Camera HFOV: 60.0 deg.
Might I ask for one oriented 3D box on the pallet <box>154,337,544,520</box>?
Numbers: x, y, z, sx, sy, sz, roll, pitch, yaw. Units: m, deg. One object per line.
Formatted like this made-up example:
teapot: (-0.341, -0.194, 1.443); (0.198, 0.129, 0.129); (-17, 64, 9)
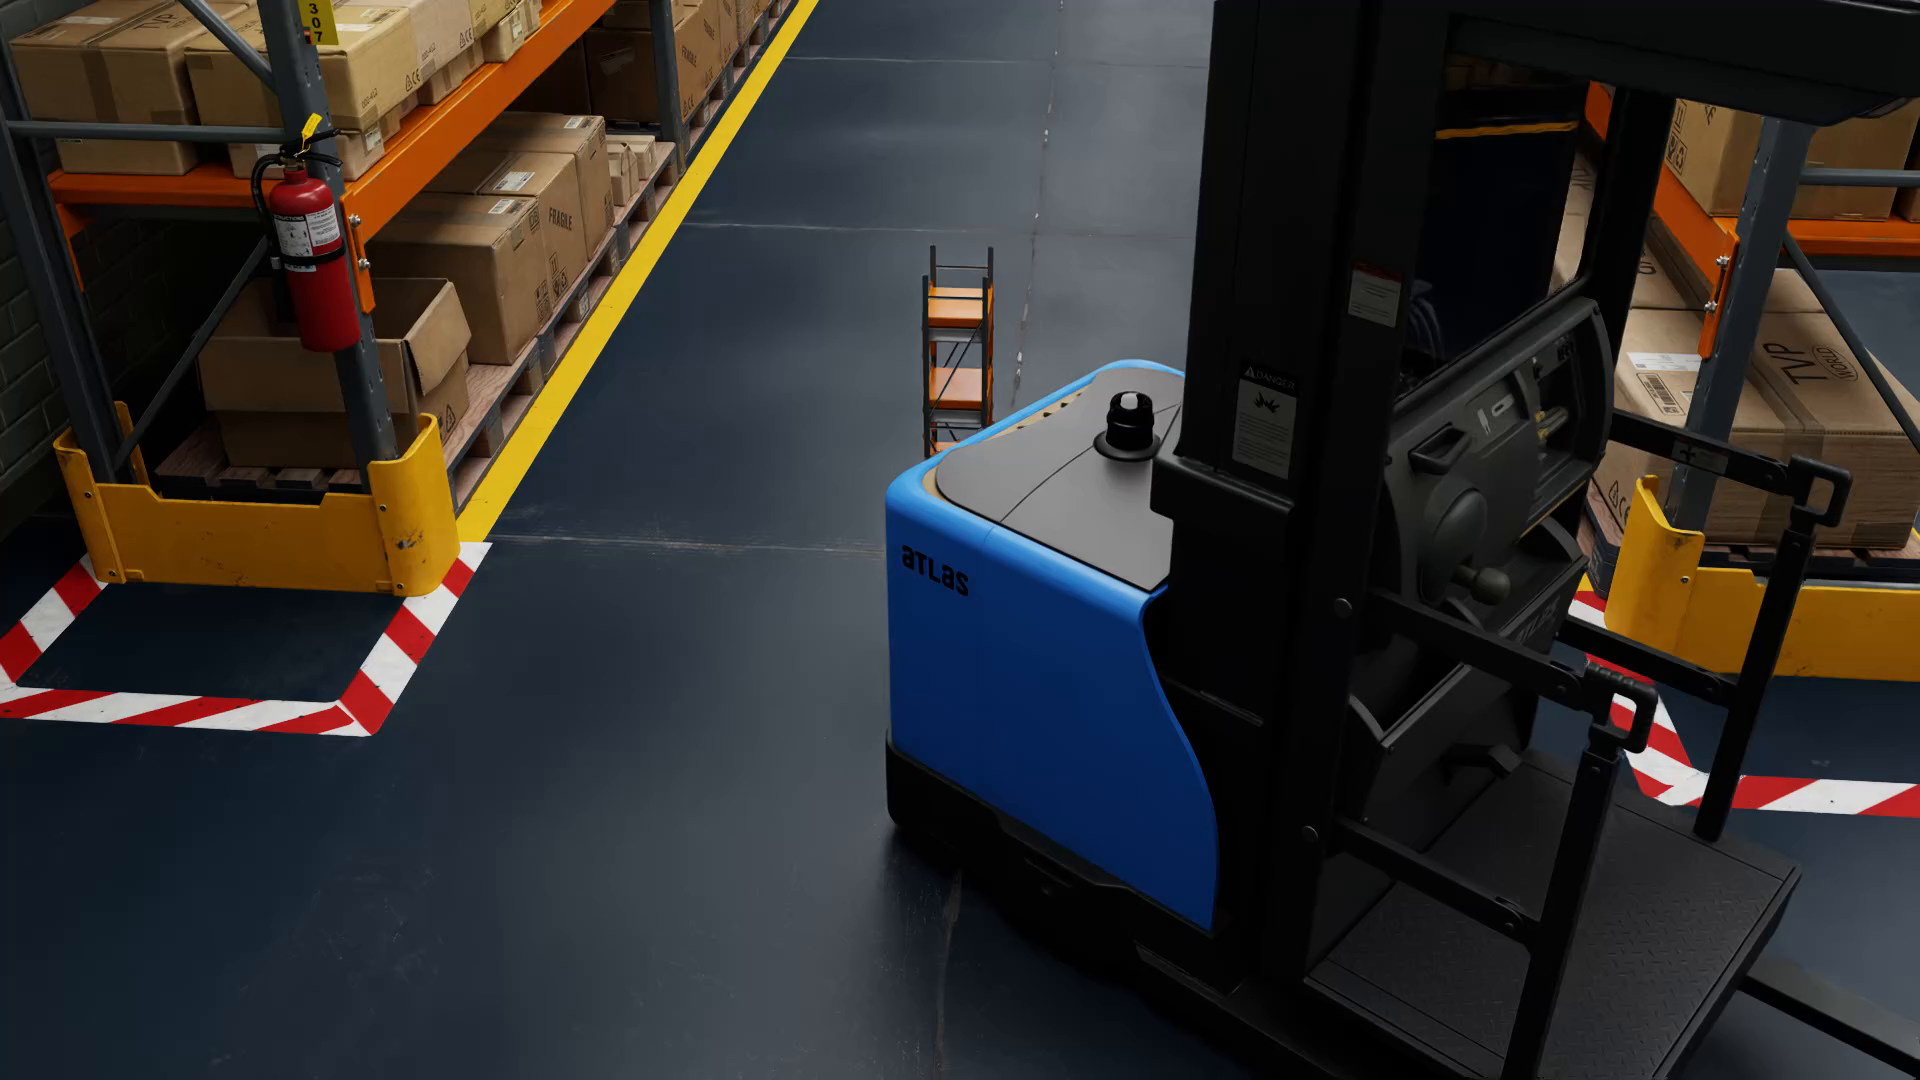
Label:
pallet: (-2.236, -0.432, 6.250); (1.003, 0.211, 1.213); (2, 32, 4)

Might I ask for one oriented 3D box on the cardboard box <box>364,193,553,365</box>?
cardboard box: (-2.053, -1.038, 6.558); (0.700, 0.500, 0.500); (4, 32, 6)

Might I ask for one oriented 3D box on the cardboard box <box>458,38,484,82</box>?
cardboard box: (-1.947, -1.758, 5.984); (0.380, 0.149, 0.250); (3, 32, 5)

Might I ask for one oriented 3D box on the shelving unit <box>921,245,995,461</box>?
shelving unit: (-0.004, -0.419, 5.429); (0.215, 1.050, 0.252); (2, 32, 4)

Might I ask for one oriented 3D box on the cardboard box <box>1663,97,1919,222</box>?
cardboard box: (2.417, -1.259, 4.838); (0.500, 0.500, 0.500); (3, 32, 4)

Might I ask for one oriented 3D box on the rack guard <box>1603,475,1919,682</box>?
rack guard: (2.640, 0.124, 5.072); (1.175, 0.500, 0.348); (2, 32, 4)

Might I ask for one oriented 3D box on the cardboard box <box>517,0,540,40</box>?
cardboard box: (-1.850, -2.026, 6.418); (0.380, 0.149, 0.250); (3, 32, 5)

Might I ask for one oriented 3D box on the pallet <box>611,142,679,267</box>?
pallet: (-2.037, -1.708, 8.320); (1.003, 0.211, 1.213); (2, 32, 4)

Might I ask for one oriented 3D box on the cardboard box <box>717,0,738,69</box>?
cardboard box: (-1.638, -3.152, 9.988); (0.500, 0.500, 0.500); (2, 32, 3)

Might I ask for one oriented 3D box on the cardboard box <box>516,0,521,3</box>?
cardboard box: (-1.901, -2.248, 6.399); (0.500, 0.250, 0.500); (2, 32, 3)

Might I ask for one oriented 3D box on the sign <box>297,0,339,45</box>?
sign: (-1.765, -1.508, 4.513); (0.100, 0.325, 0.005); (2, 32, 4)

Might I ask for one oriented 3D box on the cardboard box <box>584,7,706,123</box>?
cardboard box: (-1.716, -2.612, 9.112); (0.500, 0.500, 0.500); (4, 32, 6)

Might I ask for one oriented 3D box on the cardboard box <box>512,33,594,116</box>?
cardboard box: (-2.235, -2.638, 9.154); (0.500, 0.500, 0.500); (2, 32, 4)

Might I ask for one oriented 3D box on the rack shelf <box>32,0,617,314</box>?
rack shelf: (-2.143, -1.902, 6.663); (1.077, 0.370, 4.000); (2, 32, 4)

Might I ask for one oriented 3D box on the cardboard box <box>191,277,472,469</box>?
cardboard box: (-2.161, -0.594, 5.835); (0.797, 0.503, 0.637); (1, 32, 2)

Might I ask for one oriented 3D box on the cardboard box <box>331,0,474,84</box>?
cardboard box: (-1.959, -1.715, 5.533); (0.500, 0.250, 0.500); (3, 32, 5)

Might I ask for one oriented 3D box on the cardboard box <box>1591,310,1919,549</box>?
cardboard box: (2.596, -0.390, 5.565); (0.875, 0.438, 0.875); (1, 32, 2)

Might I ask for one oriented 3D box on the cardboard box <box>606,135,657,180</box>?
cardboard box: (-1.733, -1.915, 8.316); (0.380, 0.149, 0.250); (2, 32, 2)

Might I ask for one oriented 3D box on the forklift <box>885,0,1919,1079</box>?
forklift: (1.240, -0.144, 3.191); (3.031, 2.935, 1.130); (25, 40, 35)

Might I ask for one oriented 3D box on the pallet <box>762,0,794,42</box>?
pallet: (-1.753, -3.770, 11.666); (1.003, 0.211, 1.213); (2, 32, 4)

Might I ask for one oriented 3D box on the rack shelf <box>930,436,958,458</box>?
rack shelf: (-0.004, -0.173, 5.581); (0.215, 0.259, 0.240); (2, 32, 4)

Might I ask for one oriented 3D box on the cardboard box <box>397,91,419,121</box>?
cardboard box: (-2.044, -1.490, 5.548); (0.380, 0.149, 0.250); (2, 32, 3)

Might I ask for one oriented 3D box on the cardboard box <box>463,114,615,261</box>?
cardboard box: (-1.969, -1.581, 7.439); (0.700, 0.500, 0.500); (1, 32, 2)

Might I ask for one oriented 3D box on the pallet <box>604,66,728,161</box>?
pallet: (-1.952, -2.494, 9.596); (1.003, 0.211, 1.213); (2, 32, 4)

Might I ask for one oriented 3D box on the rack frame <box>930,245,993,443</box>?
rack frame: (0.006, -0.483, 5.533); (0.200, 1.050, 0.008); (2, 32, 4)

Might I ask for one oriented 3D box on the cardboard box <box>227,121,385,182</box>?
cardboard box: (-2.006, -1.216, 5.103); (0.380, 0.149, 0.250); (2, 32, 4)

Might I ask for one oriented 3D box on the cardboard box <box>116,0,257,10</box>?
cardboard box: (-2.490, -1.747, 5.585); (0.500, 0.250, 0.500); (3, 32, 4)

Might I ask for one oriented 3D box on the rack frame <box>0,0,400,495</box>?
rack frame: (-2.306, -1.163, 4.777); (1.000, 3.000, 0.127); (2, 32, 4)

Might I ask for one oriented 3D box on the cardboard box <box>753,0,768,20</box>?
cardboard box: (-1.566, -3.695, 10.869); (0.500, 0.500, 0.500); (4, 32, 6)

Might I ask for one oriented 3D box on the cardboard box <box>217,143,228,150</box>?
cardboard box: (-2.464, -1.370, 5.354); (0.380, 0.149, 0.250); (3, 32, 5)

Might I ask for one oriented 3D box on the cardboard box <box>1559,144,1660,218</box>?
cardboard box: (2.737, -1.340, 7.108); (0.875, 0.438, 0.875); (2, 32, 3)
